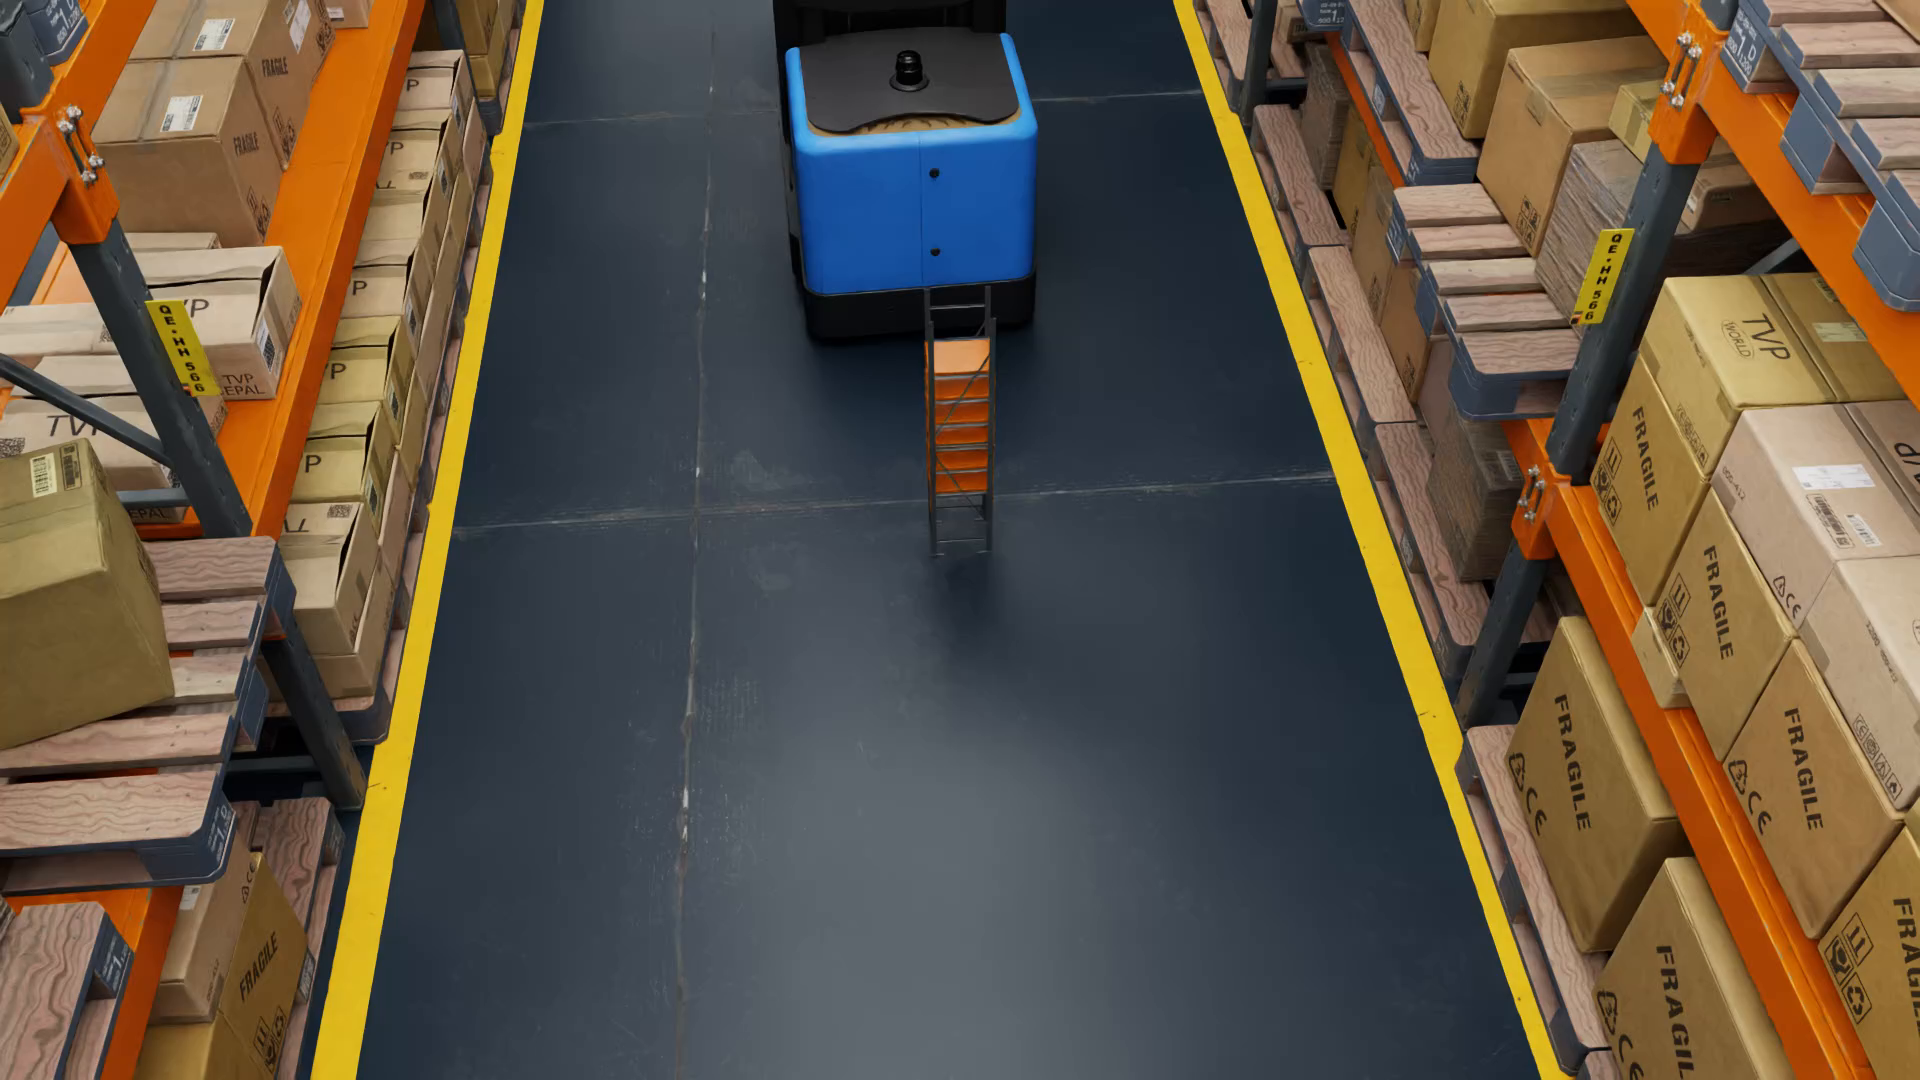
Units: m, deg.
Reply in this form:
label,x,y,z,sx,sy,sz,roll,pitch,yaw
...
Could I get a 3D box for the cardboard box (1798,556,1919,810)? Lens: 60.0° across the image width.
label,x,y,z,sx,sy,sz,roll,pitch,yaw
cardboard box,2.203,0.293,3.602,0.500,0.250,0.500,-3,47,-3

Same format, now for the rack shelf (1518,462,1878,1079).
label,x,y,z,sx,sy,sz,roll,pitch,yaw
rack shelf,2.498,1.295,3.954,1.077,0.370,4.000,-3,47,-3

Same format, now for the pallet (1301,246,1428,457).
label,x,y,z,sx,sy,sz,roll,pitch,yaw
pallet,2.168,-0.887,7.445,1.003,0.211,1.213,-3,47,-3

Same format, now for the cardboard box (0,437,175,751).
label,x,y,z,sx,sy,sz,roll,pitch,yaw
cardboard box,-2.440,0.174,4.161,0.700,0.500,0.500,-18,49,-16

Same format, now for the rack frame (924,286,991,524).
label,x,y,z,sx,sy,sz,roll,pitch,yaw
rack frame,-0.009,-0.489,6.387,0.240,1.200,0.006,-3,47,-3

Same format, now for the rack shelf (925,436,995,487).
label,x,y,z,sx,sy,sz,roll,pitch,yaw
rack shelf,-0.001,-0.310,6.444,0.258,0.103,0.180,-3,47,-3

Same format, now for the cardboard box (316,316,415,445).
label,x,y,z,sx,sy,sz,roll,pitch,yaw
cardboard box,-2.449,-0.633,6.502,0.500,0.311,0.500,-5,47,-4

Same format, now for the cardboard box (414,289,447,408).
label,x,y,z,sx,sy,sz,roll,pitch,yaw
cardboard box,-2.492,-0.802,7.048,0.500,0.250,0.500,-3,47,-2

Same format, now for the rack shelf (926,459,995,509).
label,x,y,z,sx,sy,sz,roll,pitch,yaw
rack shelf,-0.001,-0.227,6.531,0.258,0.103,0.180,-3,47,-3

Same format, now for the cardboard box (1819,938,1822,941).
label,x,y,z,sx,sy,sz,roll,pitch,yaw
cardboard box,2.263,0.861,4.028,0.380,0.149,0.250,-3,47,-3

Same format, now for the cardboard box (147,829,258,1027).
label,x,y,z,sx,sy,sz,roll,pitch,yaw
cardboard box,-2.284,1.057,4.585,0.500,0.250,0.500,-2,47,-2

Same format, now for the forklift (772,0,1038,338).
label,x,y,z,sx,sy,sz,roll,pitch,yaw
forklift,-0.361,-3.001,7.574,1.130,2.935,3.031,-5,47,-5

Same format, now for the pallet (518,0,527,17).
label,x,y,z,sx,sy,sz,roll,pitch,yaw
pallet,-3.070,-3.494,9.914,1.003,0.211,1.213,-3,47,-3

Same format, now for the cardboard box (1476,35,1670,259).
label,x,y,z,sx,sy,sz,roll,pitch,yaw
cardboard box,2.208,-1.328,5.570,0.700,0.500,0.500,-7,47,-7

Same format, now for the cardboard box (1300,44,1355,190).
label,x,y,z,sx,sy,sz,roll,pitch,yaw
cardboard box,2.074,-2.054,8.048,0.700,0.500,0.500,-2,47,-2

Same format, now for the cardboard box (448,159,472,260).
label,x,y,z,sx,sy,sz,roll,pitch,yaw
cardboard box,-2.576,-1.541,7.748,0.500,0.250,0.500,-4,47,-4

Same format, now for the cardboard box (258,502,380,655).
label,x,y,z,sx,sy,sz,roll,pitch,yaw
cardboard box,-2.357,0.115,5.793,0.500,0.311,0.500,-2,47,-2

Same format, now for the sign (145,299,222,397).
label,x,y,z,sx,sy,sz,roll,pitch,yaw
sign,-2.065,-0.507,4.421,0.100,0.325,0.005,-3,47,-3

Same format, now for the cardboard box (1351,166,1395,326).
label,x,y,z,sx,sy,sz,roll,pitch,yaw
cardboard box,2.170,-1.312,7.345,0.700,0.500,0.500,-3,47,-3

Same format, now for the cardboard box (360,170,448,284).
label,x,y,z,sx,sy,sz,roll,pitch,yaw
cardboard box,-2.531,-1.369,7.199,0.500,0.311,0.500,-4,47,-3

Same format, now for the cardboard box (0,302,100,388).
label,x,y,z,sx,sy,sz,roll,pitch,yaw
cardboard box,-2.956,-0.644,5.467,0.380,0.149,0.250,-3,47,-3

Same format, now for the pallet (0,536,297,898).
label,x,y,z,sx,sy,sz,roll,pitch,yaw
pallet,-2.479,0.456,4.384,1.213,0.211,1.003,-3,47,-3

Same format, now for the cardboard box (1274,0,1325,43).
label,x,y,z,sx,sy,sz,roll,pitch,yaw
cardboard box,1.921,-2.856,9.037,0.380,0.166,0.250,-9,47,-8

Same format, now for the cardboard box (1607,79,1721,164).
label,x,y,z,sx,sy,sz,roll,pitch,yaw
cardboard box,2.230,-1.288,5.085,0.380,0.149,0.250,-11,47,-10

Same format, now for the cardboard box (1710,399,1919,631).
label,x,y,z,sx,sy,sz,roll,pitch,yaw
cardboard box,2.158,-0.068,3.945,0.500,0.250,0.500,-4,47,-4

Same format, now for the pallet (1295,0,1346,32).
label,x,y,z,sx,sy,sz,roll,pitch,yaw
pallet,1.915,-2.666,7.341,1.003,0.211,1.213,-3,47,-3

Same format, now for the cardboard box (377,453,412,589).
label,x,y,z,sx,sy,sz,roll,pitch,yaw
cardboard box,-2.399,-0.055,6.341,0.500,0.250,0.500,-5,47,-4

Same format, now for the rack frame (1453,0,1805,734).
label,x,y,z,sx,sy,sz,roll,pitch,yaw
rack frame,2.331,-0.400,5.063,1.000,3.000,0.127,-3,47,-3

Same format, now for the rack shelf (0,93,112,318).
label,x,y,z,sx,sy,sz,roll,pitch,yaw
rack shelf,-2.438,0.567,2.577,1.077,0.370,4.000,-3,47,-3

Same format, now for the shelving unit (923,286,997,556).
label,x,y,z,sx,sy,sz,roll,pitch,yaw
shelving unit,-0.001,-0.423,6.324,0.258,1.200,0.189,-3,47,-3

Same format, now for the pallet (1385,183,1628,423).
label,x,y,z,sx,sy,sz,roll,pitch,yaw
pallet,2.165,-0.843,5.615,1.213,0.211,1.003,-3,47,-3

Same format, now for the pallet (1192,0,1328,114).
label,x,y,z,sx,sy,sz,roll,pitch,yaw
pallet,1.904,-2.819,9.274,1.003,0.211,1.213,-3,47,-3

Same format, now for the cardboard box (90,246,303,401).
label,x,y,z,sx,sy,sz,roll,pitch,yaw
cardboard box,-2.487,-0.724,5.431,0.500,0.311,0.500,-4,47,-4

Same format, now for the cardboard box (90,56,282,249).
label,x,y,z,sx,sy,sz,roll,pitch,yaw
cardboard box,-2.762,-1.343,5.888,0.500,0.500,0.500,-6,47,-5

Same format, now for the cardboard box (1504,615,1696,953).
label,x,y,z,sx,sy,sz,roll,pitch,yaw
cardboard box,2.261,0.735,5.179,0.750,0.750,0.750,-4,47,-4

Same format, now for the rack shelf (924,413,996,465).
label,x,y,z,sx,sy,sz,roll,pitch,yaw
rack shelf,-0.001,-0.392,6.357,0.258,0.103,0.180,-3,47,-3

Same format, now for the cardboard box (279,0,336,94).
label,x,y,z,sx,sy,sz,roll,pitch,yaw
cardboard box,-2.848,-2.087,6.591,0.500,0.500,0.500,0,47,0

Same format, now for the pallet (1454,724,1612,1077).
label,x,y,z,sx,sy,sz,roll,pitch,yaw
pallet,2.322,1.134,5.531,1.003,0.211,1.213,-3,47,-3

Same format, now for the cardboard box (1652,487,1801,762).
label,x,y,z,sx,sy,sz,roll,pitch,yaw
cardboard box,2.151,0.203,4.204,0.500,0.500,0.500,-2,47,-2

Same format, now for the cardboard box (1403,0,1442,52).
label,x,y,z,sx,sy,sz,roll,pitch,yaw
cardboard box,2.130,-2.230,6.424,0.700,0.500,0.500,2,47,2

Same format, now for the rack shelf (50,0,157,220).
label,x,y,z,sx,sy,sz,roll,pitch,yaw
rack shelf,-2.773,-2.327,5.318,1.077,0.370,4.000,-3,47,-3

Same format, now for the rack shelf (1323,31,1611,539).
label,x,y,z,sx,sy,sz,roll,pitch,yaw
rack shelf,2.163,-1.600,6.694,1.077,0.370,4.000,-3,47,-3

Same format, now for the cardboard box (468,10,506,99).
label,x,y,z,sx,sy,sz,roll,pitch,yaw
cardboard box,-2.677,-2.543,8.697,0.500,0.250,0.500,-3,47,-3

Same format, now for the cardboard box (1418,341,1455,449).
label,x,y,z,sx,sy,sz,roll,pitch,yaw
cardboard box,2.291,-0.589,6.661,0.700,0.500,0.500,-4,47,-3

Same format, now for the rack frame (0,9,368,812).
label,x,y,z,sx,sy,sz,roll,pitch,yaw
rack frame,-2.605,-0.096,4.775,1.000,3.000,0.127,-3,47,-3

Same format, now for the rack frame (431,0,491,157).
label,x,y,z,sx,sy,sz,roll,pitch,yaw
rack frame,-2.940,-2.990,7.516,1.000,3.000,0.127,-3,47,-3

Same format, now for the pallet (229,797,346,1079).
label,x,y,z,sx,sy,sz,roll,pitch,yaw
pallet,-2.581,1.405,5.274,1.003,0.211,1.213,-3,47,-3

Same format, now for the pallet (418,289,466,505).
label,x,y,z,sx,sy,sz,roll,pitch,yaw
pallet,-2.734,-0.616,7.188,1.003,0.211,1.213,-3,47,-3

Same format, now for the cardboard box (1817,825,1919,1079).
label,x,y,z,sx,sy,sz,roll,pitch,yaw
cardboard box,2.243,0.938,3.508,0.500,0.500,0.500,-2,47,-2

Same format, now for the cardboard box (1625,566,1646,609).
label,x,y,z,sx,sy,sz,roll,pitch,yaw
cardboard box,2.140,0.115,4.735,0.380,0.149,0.250,-3,47,-3

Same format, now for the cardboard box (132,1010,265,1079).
label,x,y,z,sx,sy,sz,roll,pitch,yaw
cardboard box,-2.250,1.649,4.541,0.500,0.500,0.500,-5,47,-5

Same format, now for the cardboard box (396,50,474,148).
label,x,y,z,sx,sy,sz,roll,pitch,yaw
cardboard box,-2.621,-2.106,7.897,0.500,0.311,0.500,-3,47,-3
